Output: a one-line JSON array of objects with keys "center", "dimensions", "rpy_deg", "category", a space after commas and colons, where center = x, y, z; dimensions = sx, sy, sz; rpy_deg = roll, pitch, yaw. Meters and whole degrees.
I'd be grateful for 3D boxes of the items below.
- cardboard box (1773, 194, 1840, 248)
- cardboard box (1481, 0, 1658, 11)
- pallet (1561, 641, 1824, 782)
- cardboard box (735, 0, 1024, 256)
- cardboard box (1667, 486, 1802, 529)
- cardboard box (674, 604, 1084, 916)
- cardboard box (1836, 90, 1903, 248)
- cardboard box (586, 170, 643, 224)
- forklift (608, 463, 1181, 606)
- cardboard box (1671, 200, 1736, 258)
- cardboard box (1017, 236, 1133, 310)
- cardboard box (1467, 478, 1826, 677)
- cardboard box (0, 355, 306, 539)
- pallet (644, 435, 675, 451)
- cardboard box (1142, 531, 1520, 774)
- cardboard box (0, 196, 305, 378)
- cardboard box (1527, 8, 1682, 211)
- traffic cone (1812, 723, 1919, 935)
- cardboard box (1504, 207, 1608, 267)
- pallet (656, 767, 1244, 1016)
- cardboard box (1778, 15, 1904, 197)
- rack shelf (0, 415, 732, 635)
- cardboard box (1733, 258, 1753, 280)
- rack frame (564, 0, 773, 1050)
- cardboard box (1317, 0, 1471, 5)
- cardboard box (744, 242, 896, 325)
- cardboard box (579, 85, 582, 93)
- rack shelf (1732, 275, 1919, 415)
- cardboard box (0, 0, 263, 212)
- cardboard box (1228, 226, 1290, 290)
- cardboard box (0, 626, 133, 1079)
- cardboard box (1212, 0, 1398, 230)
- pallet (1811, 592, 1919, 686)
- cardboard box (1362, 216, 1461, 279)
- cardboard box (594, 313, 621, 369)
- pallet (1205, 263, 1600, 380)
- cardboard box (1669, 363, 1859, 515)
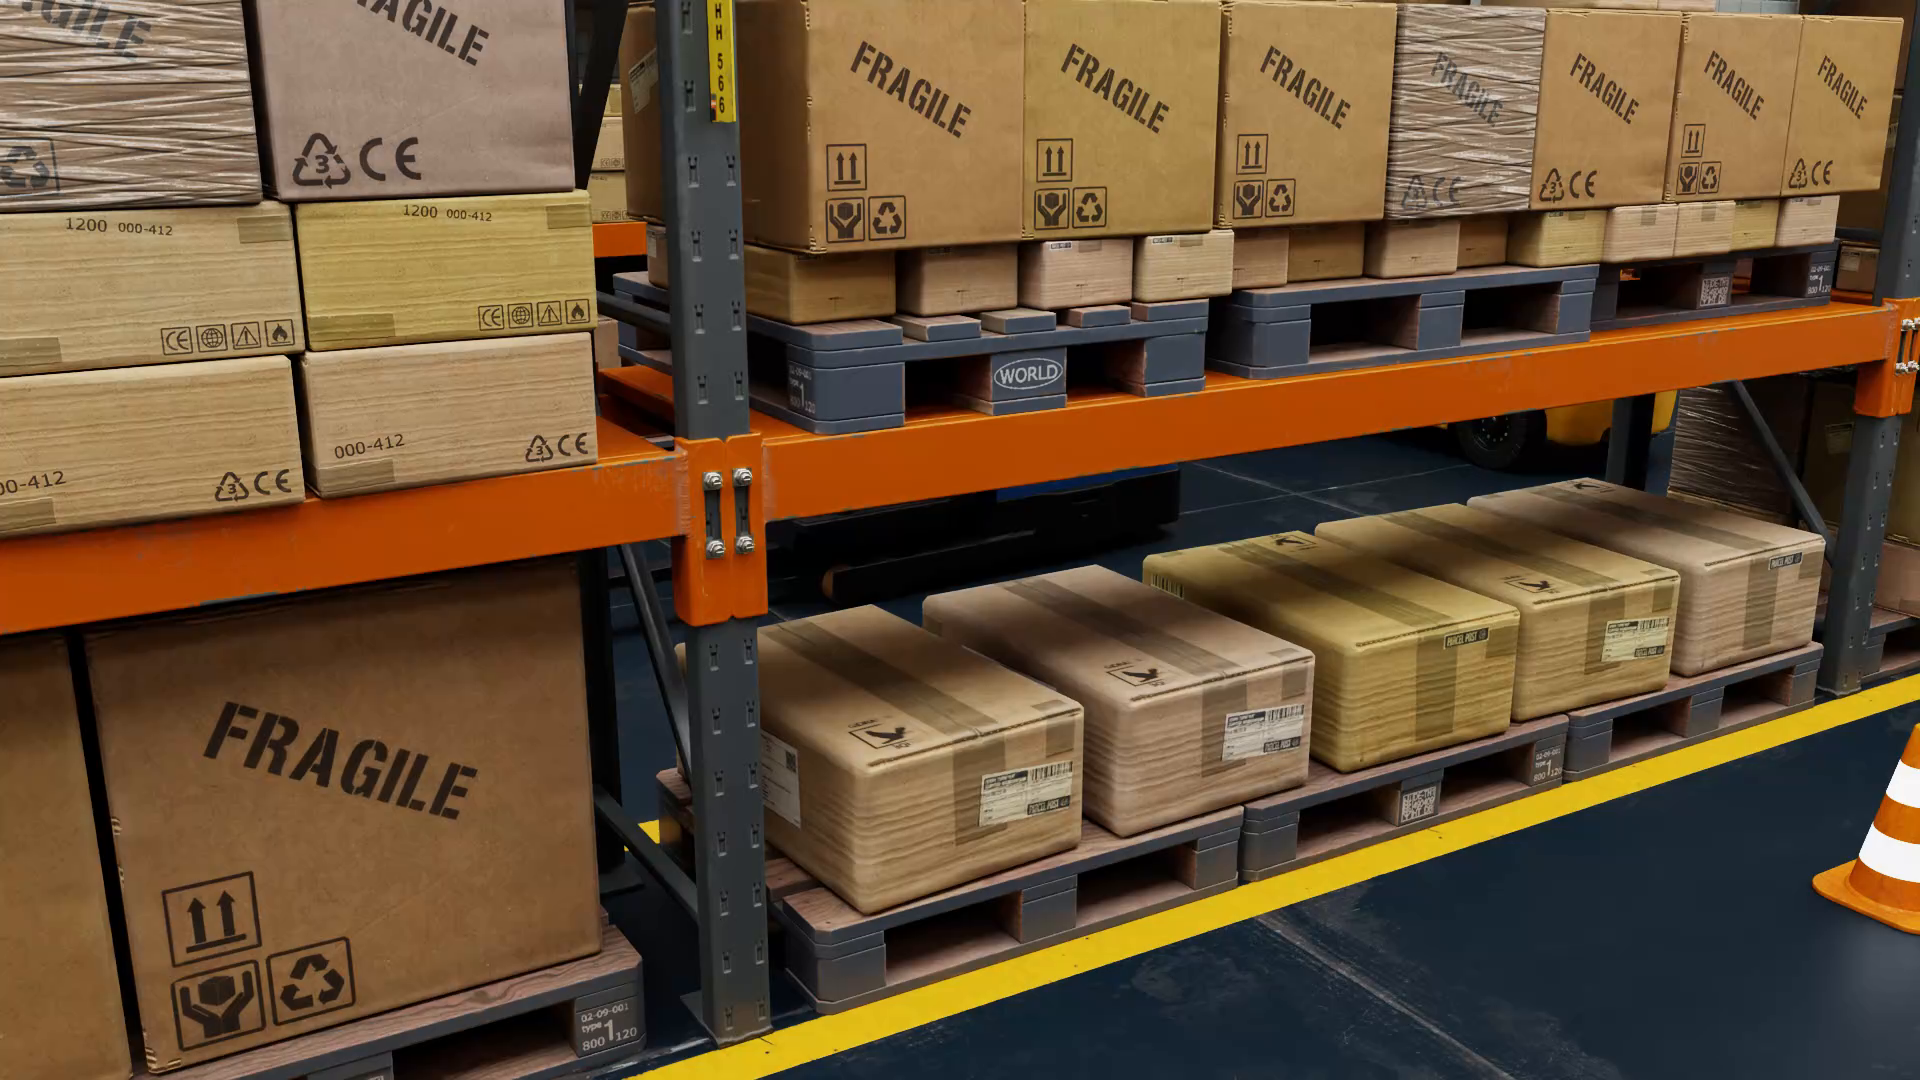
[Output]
[{"center": [2.414, -0.985, 5.054], "dimensions": [0.250, 0.149, 0.380], "rpy_deg": [-9, 18, -29], "category": "cardboard box"}, {"center": [1.626, -1.486, 4.439], "dimensions": [0.250, 0.149, 0.380], "rpy_deg": [-10, 19, -32], "category": "cardboard box"}, {"center": [2.046, 0.412, 5.549], "dimensions": [1.213, 0.211, 1.003], "rpy_deg": [-9, 18, -30], "category": "pallet"}, {"center": [-0.211, -0.886, 3.498], "dimensions": [0.500, 0.500, 0.500], "rpy_deg": [-10, 18, -31], "category": "cardboard box"}, {"center": [3.081, -0.062, 6.389], "dimensions": [0.500, 0.250, 0.500], "rpy_deg": [-8, 18, -27], "category": "cardboard box"}, {"center": [-0.226, 0.504, 4.146], "dimensions": [0.625, 0.372, 0.950], "rpy_deg": [-11, 19, -33], "category": "cardboard box"}, {"center": [3.234, -1.227, 5.494], "dimensions": [0.500, 0.500, 0.500], "rpy_deg": [-9, 18, -30], "category": "cardboard box"}, {"center": [-1.898, -1.706, 8.216], "dimensions": [0.500, 0.250, 0.500], "rpy_deg": [-10, 18, -31], "category": "cardboard box"}, {"center": [-0.512, -1.314, 6.667], "dimensions": [3.031, 2.935, 1.130], "rpy_deg": [-11, 19, -34], "category": "forklift"}, {"center": [1.976, -0.908, 4.780], "dimensions": [0.250, 0.149, 0.380], "rpy_deg": [-10, 18, -31], "category": "cardboard box"}, {"center": [0.176, -0.625, 3.771], "dimensions": [0.250, 0.149, 0.380], "rpy_deg": [-11, 19, -33], "category": "cardboard box"}, {"center": [2.265, 0.097, 5.596], "dimensions": [0.625, 0.372, 0.950], "rpy_deg": [-9, 18, -29], "category": "cardboard box"}, {"center": [-1.446, -0.206, 2.865], "dimensions": [0.500, 0.250, 0.500], "rpy_deg": [-9, 18, -29], "category": "cardboard box"}, {"center": [-1.505, -0.562, 9.025], "dimensions": [1.213, 0.211, 1.003], "rpy_deg": [-9, 18, -30], "category": "pallet"}, {"center": [1.055, 0.295, 4.890], "dimensions": [0.625, 0.372, 0.950], "rpy_deg": [-9, 18, -28], "category": "cardboard box"}, {"center": [-1.438, -0.453, 2.822], "dimensions": [0.500, 0.250, 0.500], "rpy_deg": [-10, 18, -31], "category": "cardboard box"}, {"center": [1.565, -1.176, 4.533], "dimensions": [0.500, 0.500, 0.500], "rpy_deg": [-9, 18, -28], "category": "cardboard box"}, {"center": [2.371, 0.679, 4.132], "dimensions": [0.334, 0.463, 0.336], "rpy_deg": [-9, 18, -30], "category": "traffic cone"}, {"center": [1.532, -0.847, 4.560], "dimensions": [0.250, 0.149, 0.380], "rpy_deg": [-9, 18, -30], "category": "cardboard box"}, {"center": [-0.045, 0.751, 4.339], "dimensions": [1.213, 0.211, 1.003], "rpy_deg": [-9, 18, -30], "category": "pallet"}, {"center": [2.435, -1.315, 5.031], "dimensions": [0.500, 0.500, 0.500], "rpy_deg": [-10, 18, -31], "category": "cardboard box"}, {"center": [-2.430, 0.141, 2.681], "dimensions": [4.000, 0.370, 1.077], "rpy_deg": [-9, 18, -30], "category": "rack shelf"}, {"center": [2.831, -1.033, 6.005], "dimensions": [0.250, 0.149, 0.380], "rpy_deg": [-9, 18, -30], "category": "cardboard box"}, {"center": [-0.716, -0.483, 3.576], "dimensions": [0.127, 3.000, 1.000], "rpy_deg": [-9, 18, -30], "category": "rack frame"}, {"center": [1.249, -1.587, 4.797], "dimensions": [0.250, 0.149, 0.380], "rpy_deg": [-8, 18, -27], "category": "cardboard box"}, {"center": [-0.342, -0.567, 3.561], "dimensions": [0.250, 0.149, 0.380], "rpy_deg": [-10, 19, -33], "category": "cardboard box"}, {"center": [-1.998, -2.128, 8.056], "dimensions": [0.250, 0.149, 0.380], "rpy_deg": [-9, 18, -29], "category": "cardboard box"}, {"center": [4.427, -0.971, 6.649], "dimensions": [4.000, 0.370, 1.077], "rpy_deg": [-9, 18, -30], "category": "rack shelf"}, {"center": [-1.460, -0.807, 2.694], "dimensions": [0.500, 0.500, 0.500], "rpy_deg": [-9, 18, -29], "category": "cardboard box"}, {"center": [0.589, -0.711, 4.074], "dimensions": [0.250, 0.149, 0.380], "rpy_deg": [-8, 18, -26], "category": "cardboard box"}, {"center": [-2.118, 0.537, 3.093], "dimensions": [0.875, 0.875, 0.875], "rpy_deg": [-9, 18, -29], "category": "cardboard box"}, {"center": [0.684, -1.035, 4.031], "dimensions": [0.500, 0.500, 0.500], "rpy_deg": [-9, 18, -29], "category": "cardboard box"}, {"center": [3.270, 0.202, 6.298], "dimensions": [1.213, 0.211, 1.003], "rpy_deg": [-9, 18, -30], "category": "pallet"}, {"center": [1.069, -0.780, 4.323], "dimensions": [0.250, 0.149, 0.380], "rpy_deg": [-9, 18, -28], "category": "cardboard box"}, {"center": [-2.178, -0.866, 8.564], "dimensions": [0.625, 0.625, 0.875], "rpy_deg": [-9, 18, -28], "category": "cardboard box"}, {"center": [0.960, -0.675, 4.617], "dimensions": [1.213, 0.211, 1.003], "rpy_deg": [-9, 18, -30], "category": "pallet"}, {"center": [3.082, -0.423, 6.288], "dimensions": [0.500, 0.500, 0.500], "rpy_deg": [-9, 18, -30], "category": "cardboard box"}]
